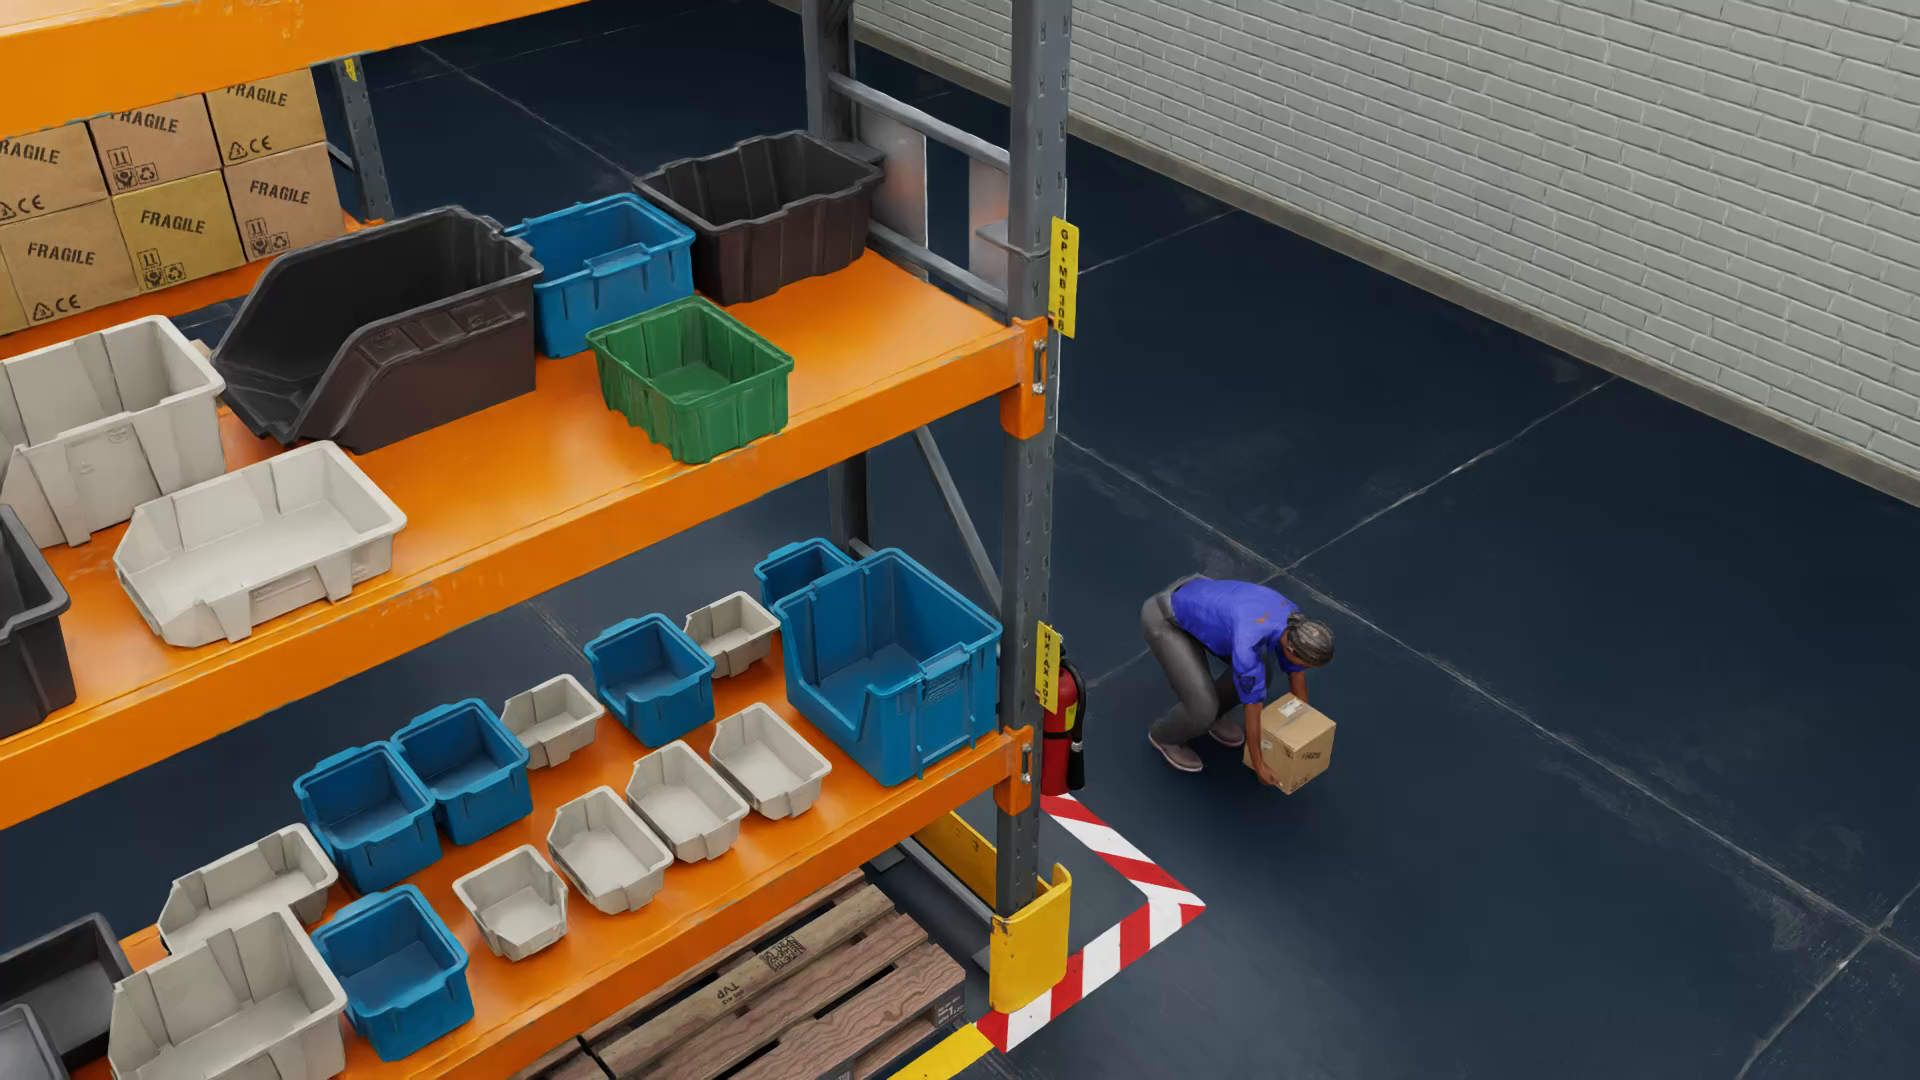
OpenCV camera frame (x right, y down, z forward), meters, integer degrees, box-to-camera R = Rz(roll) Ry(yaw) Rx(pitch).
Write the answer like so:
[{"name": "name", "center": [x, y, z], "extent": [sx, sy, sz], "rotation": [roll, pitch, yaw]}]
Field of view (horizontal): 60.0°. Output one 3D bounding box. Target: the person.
[{"name": "person", "center": [1.135, 0.567, 6.897], "extent": [0.469, 0.963, 0.859], "rotation": [-29, 45, -33]}]
